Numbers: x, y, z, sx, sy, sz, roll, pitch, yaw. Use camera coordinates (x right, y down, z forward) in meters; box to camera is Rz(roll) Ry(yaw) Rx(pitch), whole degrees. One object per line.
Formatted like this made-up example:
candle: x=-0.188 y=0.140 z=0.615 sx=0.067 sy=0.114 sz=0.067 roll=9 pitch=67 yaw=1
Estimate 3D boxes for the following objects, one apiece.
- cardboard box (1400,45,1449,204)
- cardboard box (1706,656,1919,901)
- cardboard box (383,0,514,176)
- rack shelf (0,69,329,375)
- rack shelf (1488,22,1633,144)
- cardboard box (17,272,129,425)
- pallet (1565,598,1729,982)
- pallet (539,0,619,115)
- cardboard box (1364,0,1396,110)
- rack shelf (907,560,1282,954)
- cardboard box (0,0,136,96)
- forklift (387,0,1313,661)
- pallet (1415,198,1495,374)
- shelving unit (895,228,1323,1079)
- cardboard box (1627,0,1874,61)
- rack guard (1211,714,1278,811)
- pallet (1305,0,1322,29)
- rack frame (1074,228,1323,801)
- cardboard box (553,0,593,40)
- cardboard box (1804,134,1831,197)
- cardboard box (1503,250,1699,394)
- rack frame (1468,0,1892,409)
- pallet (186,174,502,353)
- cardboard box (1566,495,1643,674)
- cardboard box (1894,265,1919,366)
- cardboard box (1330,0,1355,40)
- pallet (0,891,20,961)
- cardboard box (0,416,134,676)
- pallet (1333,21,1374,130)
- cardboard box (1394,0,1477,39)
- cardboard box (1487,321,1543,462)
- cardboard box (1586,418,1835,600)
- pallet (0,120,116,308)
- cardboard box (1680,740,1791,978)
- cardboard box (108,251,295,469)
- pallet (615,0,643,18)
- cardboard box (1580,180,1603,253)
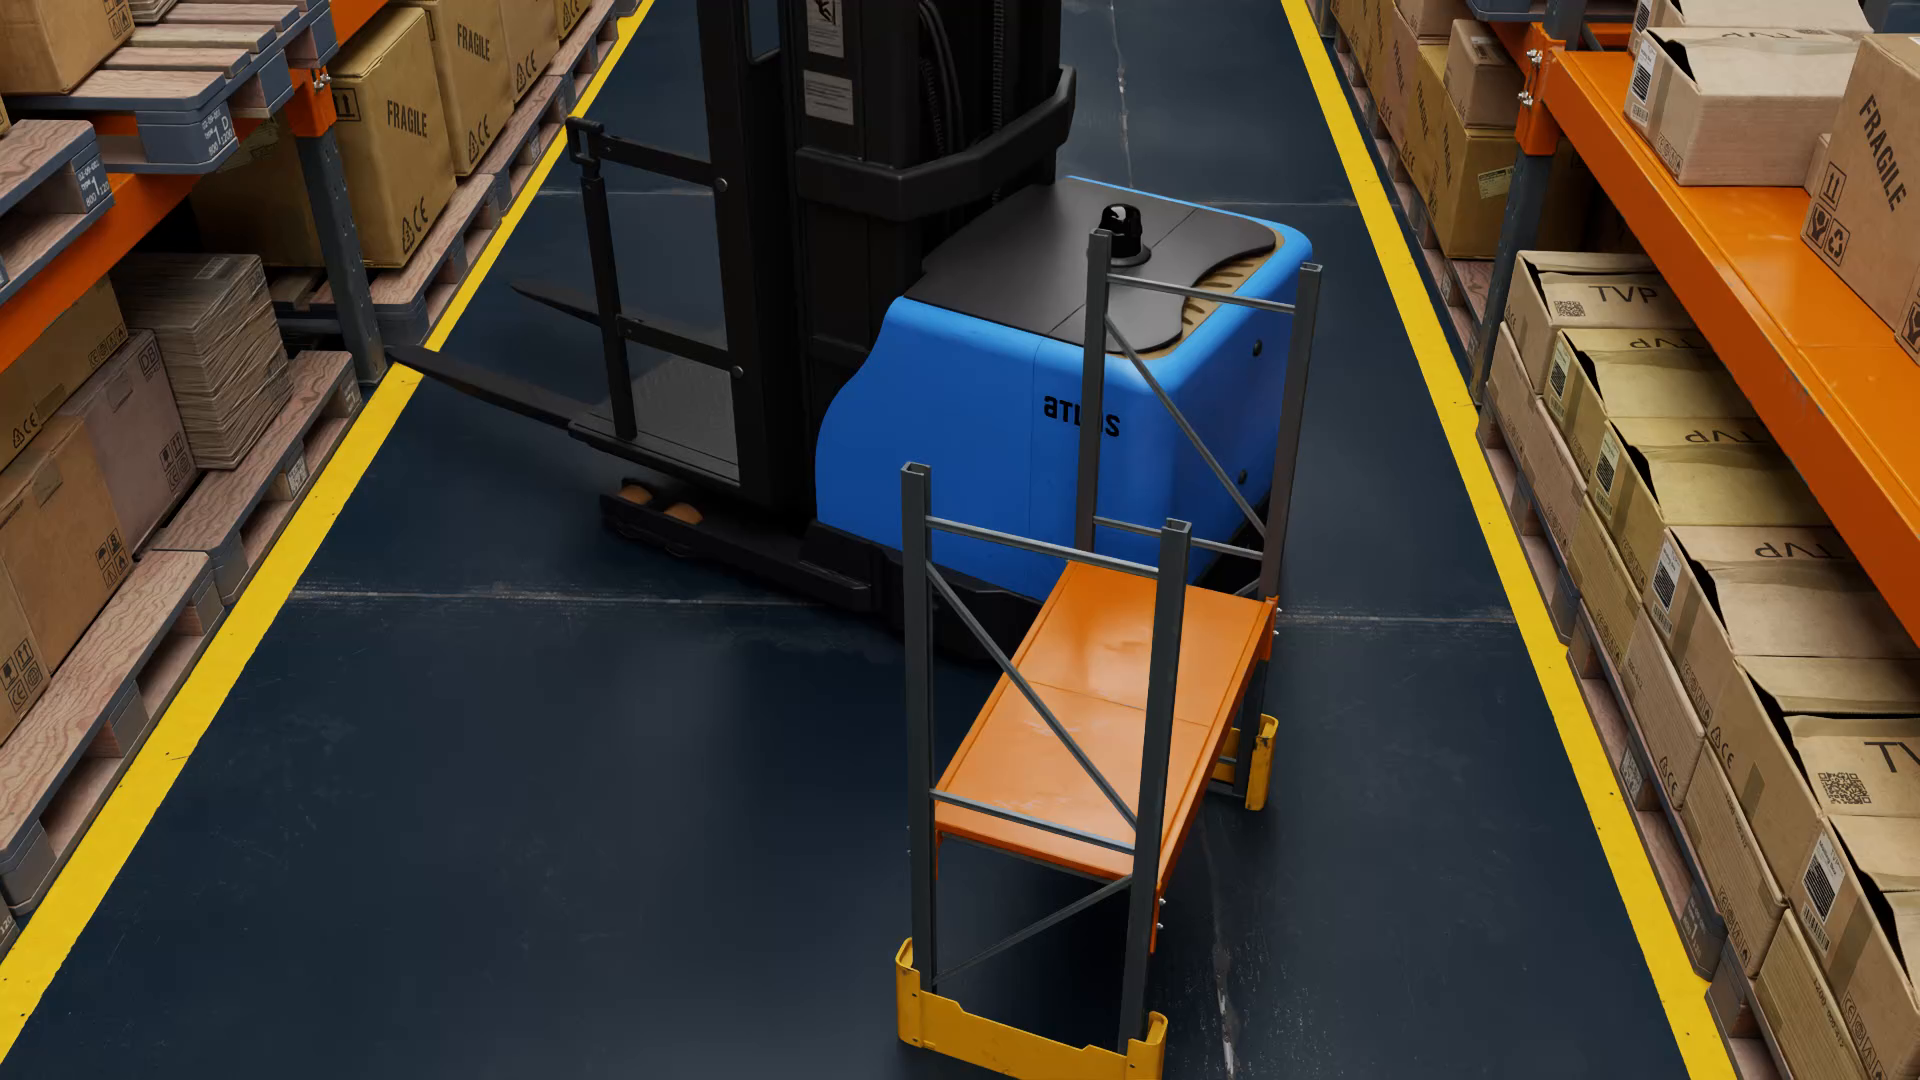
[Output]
cardboard box: x=2.160 y=-1.717 z=6.876 sx=0.500 sy=0.500 sz=0.500 roll=0 pitch=35 yaw=0
cardboard box: x=1.942 y=0.477 z=3.501 sx=0.500 sy=0.311 sz=0.500 roll=1 pitch=35 yaw=2
cardboard box: x=-2.412 y=-2.047 z=7.059 sx=0.750 sy=0.750 sz=0.750 roll=1 pitch=35 yaw=2
rack shelf: x=-2.695 y=-0.389 z=3.820 sx=1.077 sy=0.370 sz=4.000 roll=1 pitch=35 yaw=2
rack shelf: x=2.416 y=-2.575 z=6.931 sx=1.077 sy=0.370 sz=4.000 roll=1 pitch=35 yaw=2
cardboard box: x=-2.677 y=-0.556 z=4.571 sx=0.500 sy=0.250 sz=0.500 roll=2 pitch=35 yaw=3
pallet: x=2.212 y=0.592 z=4.224 sx=1.003 sy=0.211 sz=1.213 roll=1 pitch=35 yaw=2
pallet: x=-2.409 y=-2.545 z=8.687 sx=1.003 sy=0.211 sz=1.213 roll=1 pitch=35 yaw=2
cardboard box: x=2.195 y=-2.310 z=7.719 sx=0.500 sy=0.500 sz=0.500 roll=2 pitch=35 yaw=2
rack shelf: x=0.327 y=0.417 z=3.665 sx=0.538 sy=0.185 sz=1.000 roll=13 pitch=37 yaw=18
cardboard box: x=-2.618 y=-1.461 z=4.251 sx=0.700 sy=0.500 sz=0.500 roll=-2 pitch=35 yaw=-3
forklift: x=-0.533 y=-1.385 z=4.672 sx=3.031 sy=2.935 sz=1.130 roll=19 pitch=39 yaw=25
pallet: x=2.403 y=-1.007 z=6.500 sx=1.003 sy=0.211 sz=1.213 roll=1 pitch=35 yaw=2
shelving unit: x=0.330 y=0.265 z=3.569 sx=0.587 sy=1.500 sz=1.083 roll=13 pitch=37 yaw=18
cardboard box: x=2.277 y=-1.476 z=4.818 sx=0.500 sy=0.311 sz=0.500 roll=3 pitch=35 yaw=5
rack guard: x=0.516 y=0.510 z=4.306 sx=0.587 sy=0.250 sz=0.087 roll=13 pitch=37 yaw=18
pallet: x=2.525 y=-3.272 z=9.722 sx=1.003 sy=0.211 sz=1.213 roll=1 pitch=35 yaw=2
rack frame: x=0.516 y=-0.002 z=3.948 sx=0.500 sy=1.500 sz=0.032 roll=13 pitch=37 yaw=18
cardboard box: x=-2.350 y=-3.046 z=8.480 sx=0.750 sy=0.750 sz=0.750 roll=2 pitch=35 yaw=2
cardboard box: x=2.341 y=-0.883 z=4.117 sx=0.380 sy=0.149 sz=0.250 roll=4 pitch=35 yaw=5
cardboard box: x=2.021 y=-0.702 z=5.179 sx=0.500 sy=0.311 sz=0.500 roll=2 pitch=35 yaw=3
rack frame: x=2.336 y=-1.720 z=5.089 sx=1.000 sy=3.000 sz=0.127 roll=1 pitch=35 yaw=2
pallet: x=-2.507 y=-1.143 z=6.692 sx=1.003 sy=0.211 sz=1.213 roll=1 pitch=35 yaw=2
cardboard box: x=1.987 y=0.115 z=4.504 sx=0.500 sy=0.250 sz=0.500 roll=0 pitch=35 yaw=1
cardboard box: x=2.263 y=-0.494 z=3.257 sx=0.500 sy=0.500 sz=0.500 roll=1 pitch=35 yaw=2
cardboard box: x=2.233 y=-2.903 z=8.564 sx=0.500 sy=0.500 sz=0.500 roll=0 pitch=35 yaw=0
pallet: x=-2.745 y=1.159 z=3.417 sx=1.003 sy=0.211 sz=1.213 roll=1 pitch=35 yaw=2
cardboard box: x=-2.720 y=0.005 z=4.426 sx=0.700 sy=0.500 sz=0.500 roll=1 pitch=35 yaw=2
pallet: x=2.501 y=-2.409 z=8.494 sx=1.003 sy=0.211 sz=1.213 roll=1 pitch=35 yaw=2
cardboard box: x=2.174 y=-2.347 z=7.120 sx=0.500 sy=0.250 sz=0.500 roll=1 pitch=35 yaw=1
cardboard box: x=2.021 y=-0.473 z=5.340 sx=0.500 sy=0.250 sz=0.500 roll=1 pitch=35 yaw=2
cardboard box: x=1.986 y=-0.107 z=4.332 sx=0.500 sy=0.311 sz=0.500 roll=0 pitch=35 yaw=1
pallet: x=-2.653 y=-0.616 z=3.684 sx=1.003 sy=0.211 sz=1.213 roll=1 pitch=35 yaw=2
cardboard box: x=1.944 y=0.702 z=3.669 sx=0.500 sy=0.250 sz=0.500 roll=2 pitch=35 yaw=3
cardboard box: x=-2.591 y=-0.575 z=5.250 sx=0.700 sy=0.500 sz=0.500 roll=2 pitch=35 yaw=3
pallet: x=-2.345 y=-3.425 z=9.939 sx=1.003 sy=0.211 sz=1.213 roll=1 pitch=35 yaw=2
cardboard box: x=2.655 y=-1.433 z=6.472 sx=0.500 sy=0.500 sz=0.500 roll=0 pitch=35 yaw=0
